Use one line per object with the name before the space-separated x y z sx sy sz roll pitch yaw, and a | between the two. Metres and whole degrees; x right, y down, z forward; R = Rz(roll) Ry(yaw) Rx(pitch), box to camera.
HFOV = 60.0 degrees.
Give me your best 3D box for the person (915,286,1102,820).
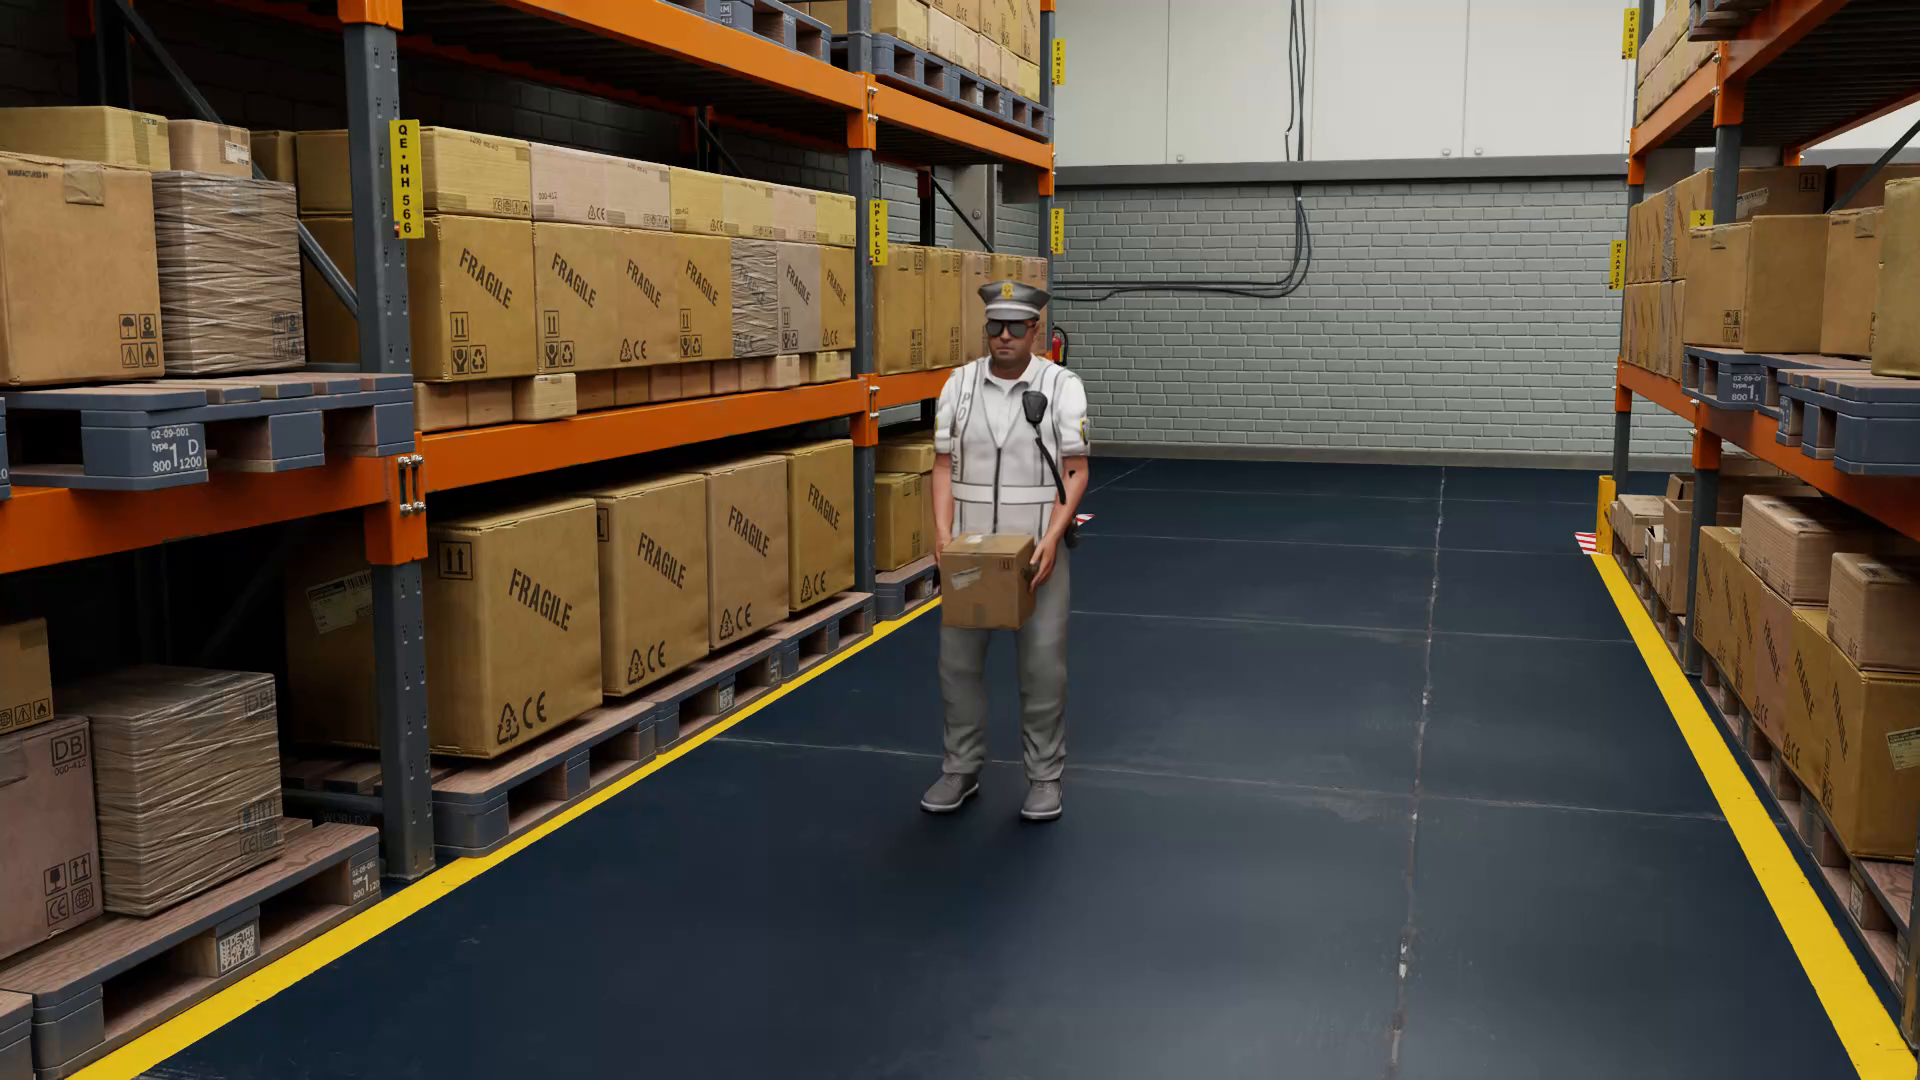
person | 0.173 0.033 5.572 0.599 1.749 0.433 2 9 14
